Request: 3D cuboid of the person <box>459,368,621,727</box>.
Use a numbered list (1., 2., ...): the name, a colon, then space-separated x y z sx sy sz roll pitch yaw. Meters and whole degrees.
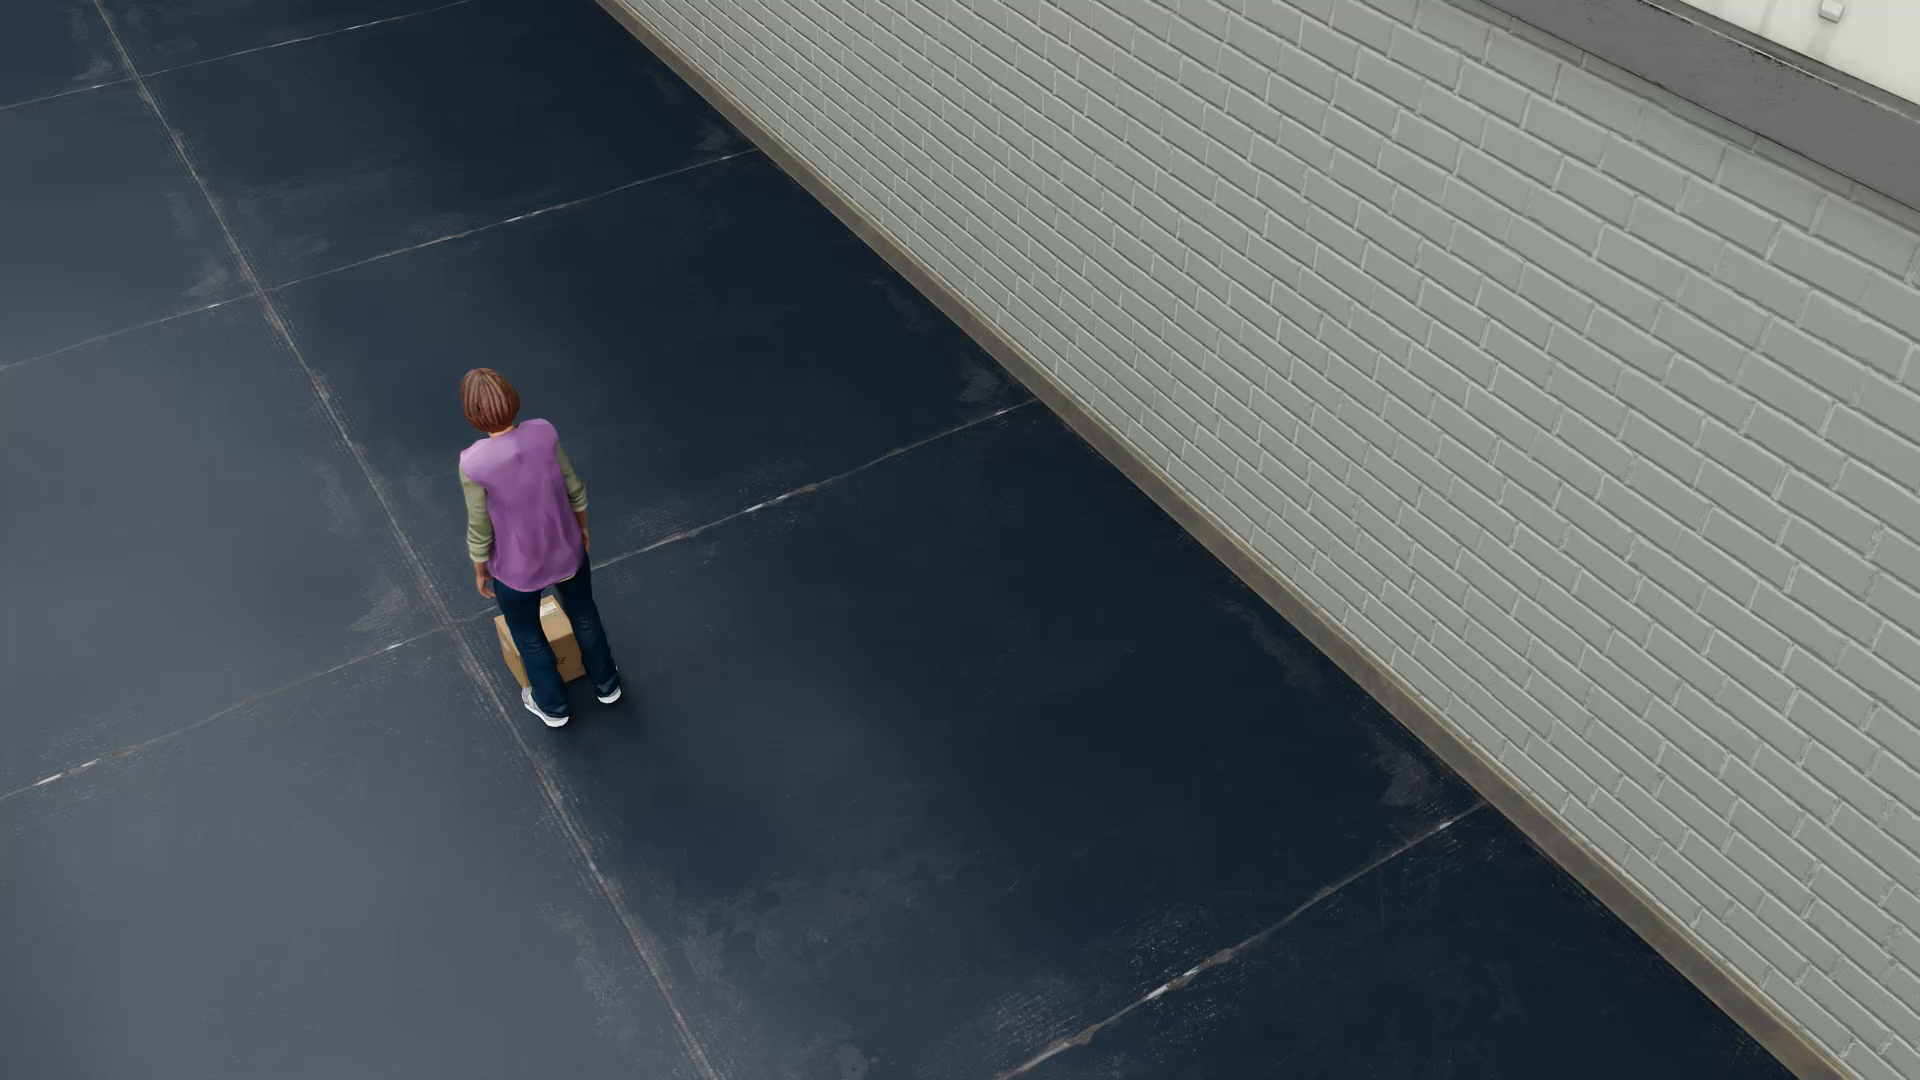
1. person: -1.552 0.059 6.101 0.483 1.591 0.347 -26 47 -26
